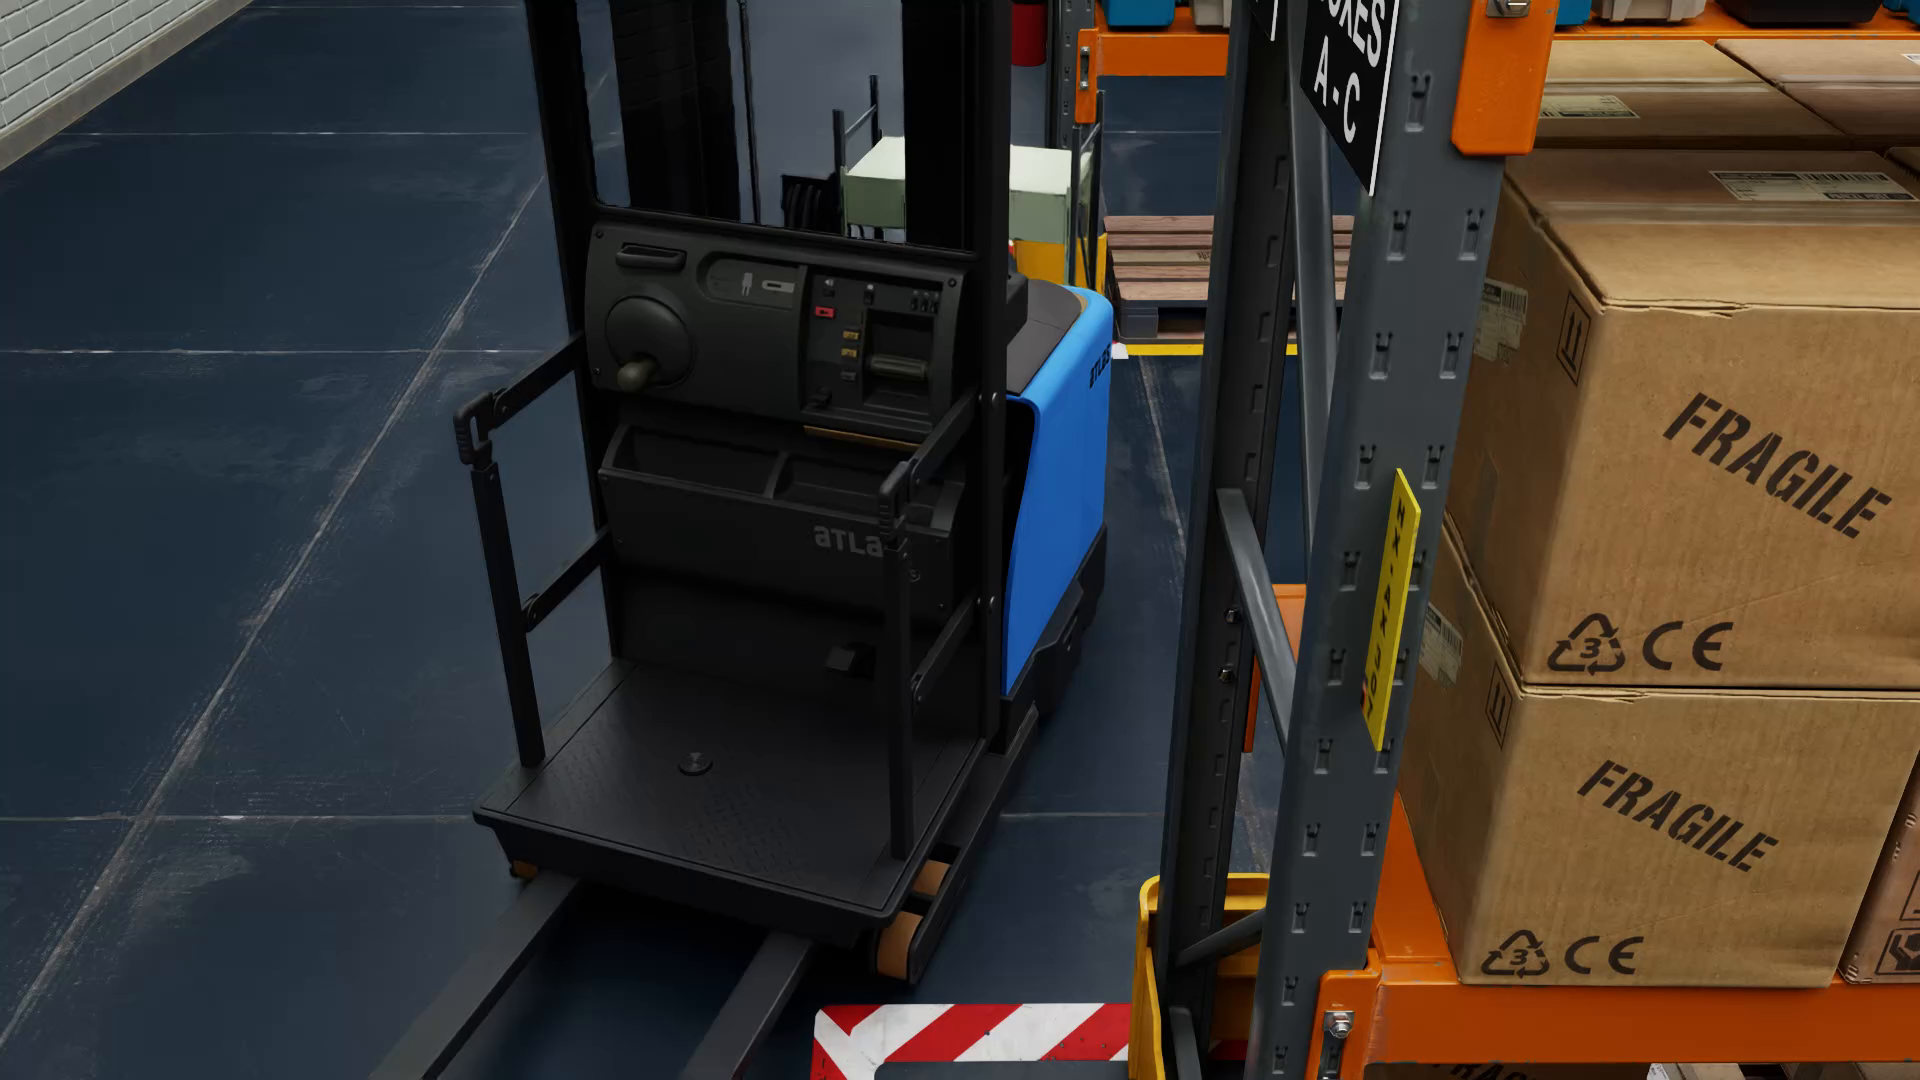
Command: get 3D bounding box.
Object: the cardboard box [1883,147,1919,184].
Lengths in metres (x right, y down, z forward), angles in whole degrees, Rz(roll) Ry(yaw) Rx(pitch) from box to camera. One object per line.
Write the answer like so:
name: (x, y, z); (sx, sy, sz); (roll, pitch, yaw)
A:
cardboard box: (1.450, -0.169, 2.077); (0.500, 0.500, 0.500); (0, 31, 0)

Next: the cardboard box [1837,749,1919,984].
cardboard box: (1.443, 0.259, 2.335); (0.500, 0.500, 0.500); (0, 31, -1)

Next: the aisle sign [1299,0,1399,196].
aisle sign: (0.416, -0.788, 1.651); (0.004, 0.787, 0.394); (0, 31, 0)

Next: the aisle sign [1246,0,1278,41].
aisle sign: (0.412, -1.099, 2.164); (0.004, 0.787, 0.394); (0, 31, 0)

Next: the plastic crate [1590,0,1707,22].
plastic crate: (2.717, -2.162, 6.619); (0.466, 0.136, 0.293); (0, 31, 0)

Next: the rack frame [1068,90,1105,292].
rack frame: (0.388, -0.654, 5.383); (0.023, 1.500, 0.400); (8, 32, 13)

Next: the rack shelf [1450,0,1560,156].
rack shelf: (2.482, -0.810, 1.995); (4.000, 0.370, 1.077); (0, 31, 0)

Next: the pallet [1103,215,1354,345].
pallet: (1.281, -1.189, 7.506); (1.213, 0.211, 1.003); (0, 31, 0)

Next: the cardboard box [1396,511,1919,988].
cardboard box: (0.928, 0.264, 2.327); (0.500, 0.500, 0.500); (0, 31, 1)

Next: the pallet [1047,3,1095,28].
pallet: (1.225, -3.818, 11.840); (1.213, 0.211, 1.003); (0, 31, 0)

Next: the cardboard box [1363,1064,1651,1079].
cardboard box: (1.025, 0.922, 3.324); (0.500, 0.500, 0.500); (0, 31, 0)

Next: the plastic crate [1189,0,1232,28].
plastic crate: (1.026, -2.099, 6.515); (0.298, 0.136, 0.250); (0, 31, 0)

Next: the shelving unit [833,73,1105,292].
shelving unit: (0.035, -0.704, 5.464); (0.755, 1.500, 0.431); (8, 32, 13)

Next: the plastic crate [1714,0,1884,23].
plastic crate: (3.338, -2.176, 6.652); (0.590, 0.125, 0.437); (0, 31, 0)

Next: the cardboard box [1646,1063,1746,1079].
cardboard box: (1.430, 1.110, 3.336); (0.250, 0.166, 0.380); (0, 31, 0)

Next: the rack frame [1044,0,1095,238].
rack frame: (0.456, -2.398, 6.811); (0.127, 3.000, 1.000); (0, 31, 0)

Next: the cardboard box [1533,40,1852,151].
cardboard box: (0.926, -0.443, 2.529); (0.500, 0.500, 0.500); (0, 31, -1)

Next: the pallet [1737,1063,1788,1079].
pallet: (1.356, 1.360, 3.305); (1.213, 0.211, 1.003); (0, 31, 0)

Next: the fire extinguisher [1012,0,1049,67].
fire extinguisher: (0.303, -2.441, 7.316); (0.183, 0.674, 0.296); (0, 31, 0)

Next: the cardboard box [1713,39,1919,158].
cardboard box: (1.431, -0.445, 2.532); (0.500, 0.500, 0.500); (1, 31, 1)

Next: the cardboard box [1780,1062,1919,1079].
cardboard box: (1.975, 1.042, 3.368); (0.500, 0.250, 0.500); (0, 31, 0)

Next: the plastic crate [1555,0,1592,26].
plastic crate: (2.322, -2.188, 6.567); (0.300, 0.233, 0.416); (0, 31, 0)

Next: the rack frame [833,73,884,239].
rack frame: (-0.318, -0.754, 5.546); (0.023, 1.500, 0.400); (8, 32, 13)

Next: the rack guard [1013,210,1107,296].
rack guard: (0.432, -1.323, 7.448); (0.348, 0.500, 1.175); (0, 31, 0)

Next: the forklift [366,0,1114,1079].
forklift: (-0.509, -0.436, 3.643); (1.130, 2.935, 3.031); (11, 33, 17)

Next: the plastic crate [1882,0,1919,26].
plastic crate: (3.991, -2.251, 6.527); (0.575, 0.384, 0.392); (0, 31, 0)

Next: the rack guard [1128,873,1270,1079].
rack guard: (0.558, 1.239, 3.225); (0.348, 0.500, 1.175); (0, 31, 0)

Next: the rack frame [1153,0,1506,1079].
rack frame: (0.482, 0.171, 2.576); (0.127, 3.000, 1.000); (0, 31, 0)

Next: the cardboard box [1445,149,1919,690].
cardboard box: (0.928, -0.164, 2.068); (0.500, 0.500, 0.500); (1, 31, 1)

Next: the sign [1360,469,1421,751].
sign: (0.486, 0.082, 1.888); (0.005, 0.325, 0.100); (0, 31, 0)

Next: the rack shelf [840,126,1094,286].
rack shelf: (0.035, -1.038, 5.262); (0.720, 0.370, 0.431); (8, 32, 13)

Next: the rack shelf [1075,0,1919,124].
rack shelf: (2.456, -2.097, 7.008); (4.000, 0.370, 1.077); (0, 31, 0)

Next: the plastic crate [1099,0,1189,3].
plastic crate: (0.790, -2.537, 6.948); (0.499, 0.435, 0.616); (0, 31, 0)

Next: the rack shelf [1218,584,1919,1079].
rack shelf: (2.482, 0.472, 2.773); (4.000, 0.370, 1.077); (0, 31, 0)

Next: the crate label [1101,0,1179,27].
crate label: (0.705, -2.182, 6.559); (0.303, 0.233, 0.416); (0, 31, 0)
